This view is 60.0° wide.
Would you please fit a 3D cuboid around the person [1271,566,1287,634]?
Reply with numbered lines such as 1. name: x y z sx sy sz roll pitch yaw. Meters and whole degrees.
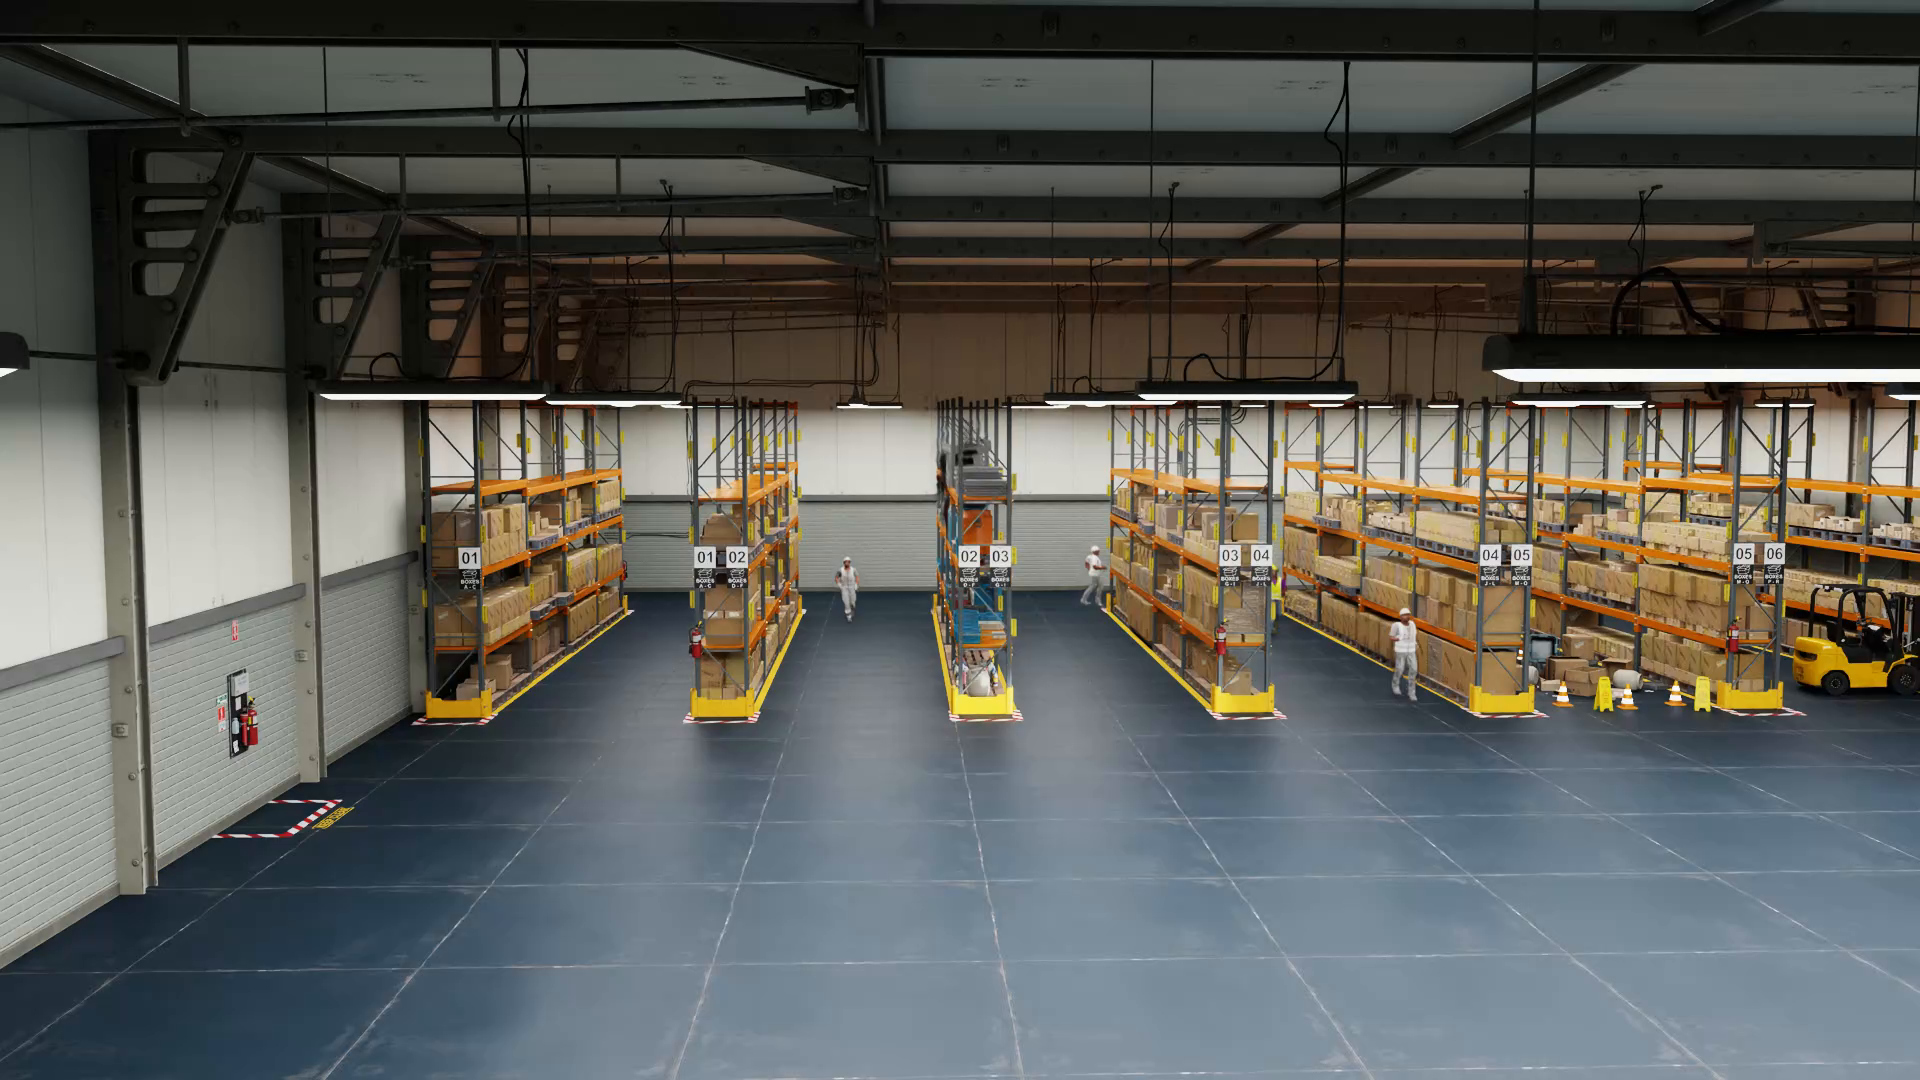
1. person: 8.108 1.541 43.010 0.707 1.726 0.753 0 4 0

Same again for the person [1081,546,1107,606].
1. person: 3.933 1.084 48.825 0.769 1.825 0.676 1 4 6

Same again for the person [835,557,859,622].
1. person: -3.090 1.343 45.450 0.669 1.754 0.605 -1 4 -8

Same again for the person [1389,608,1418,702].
1. person: 8.854 2.263 33.133 0.664 1.835 0.775 -1 4 -8
